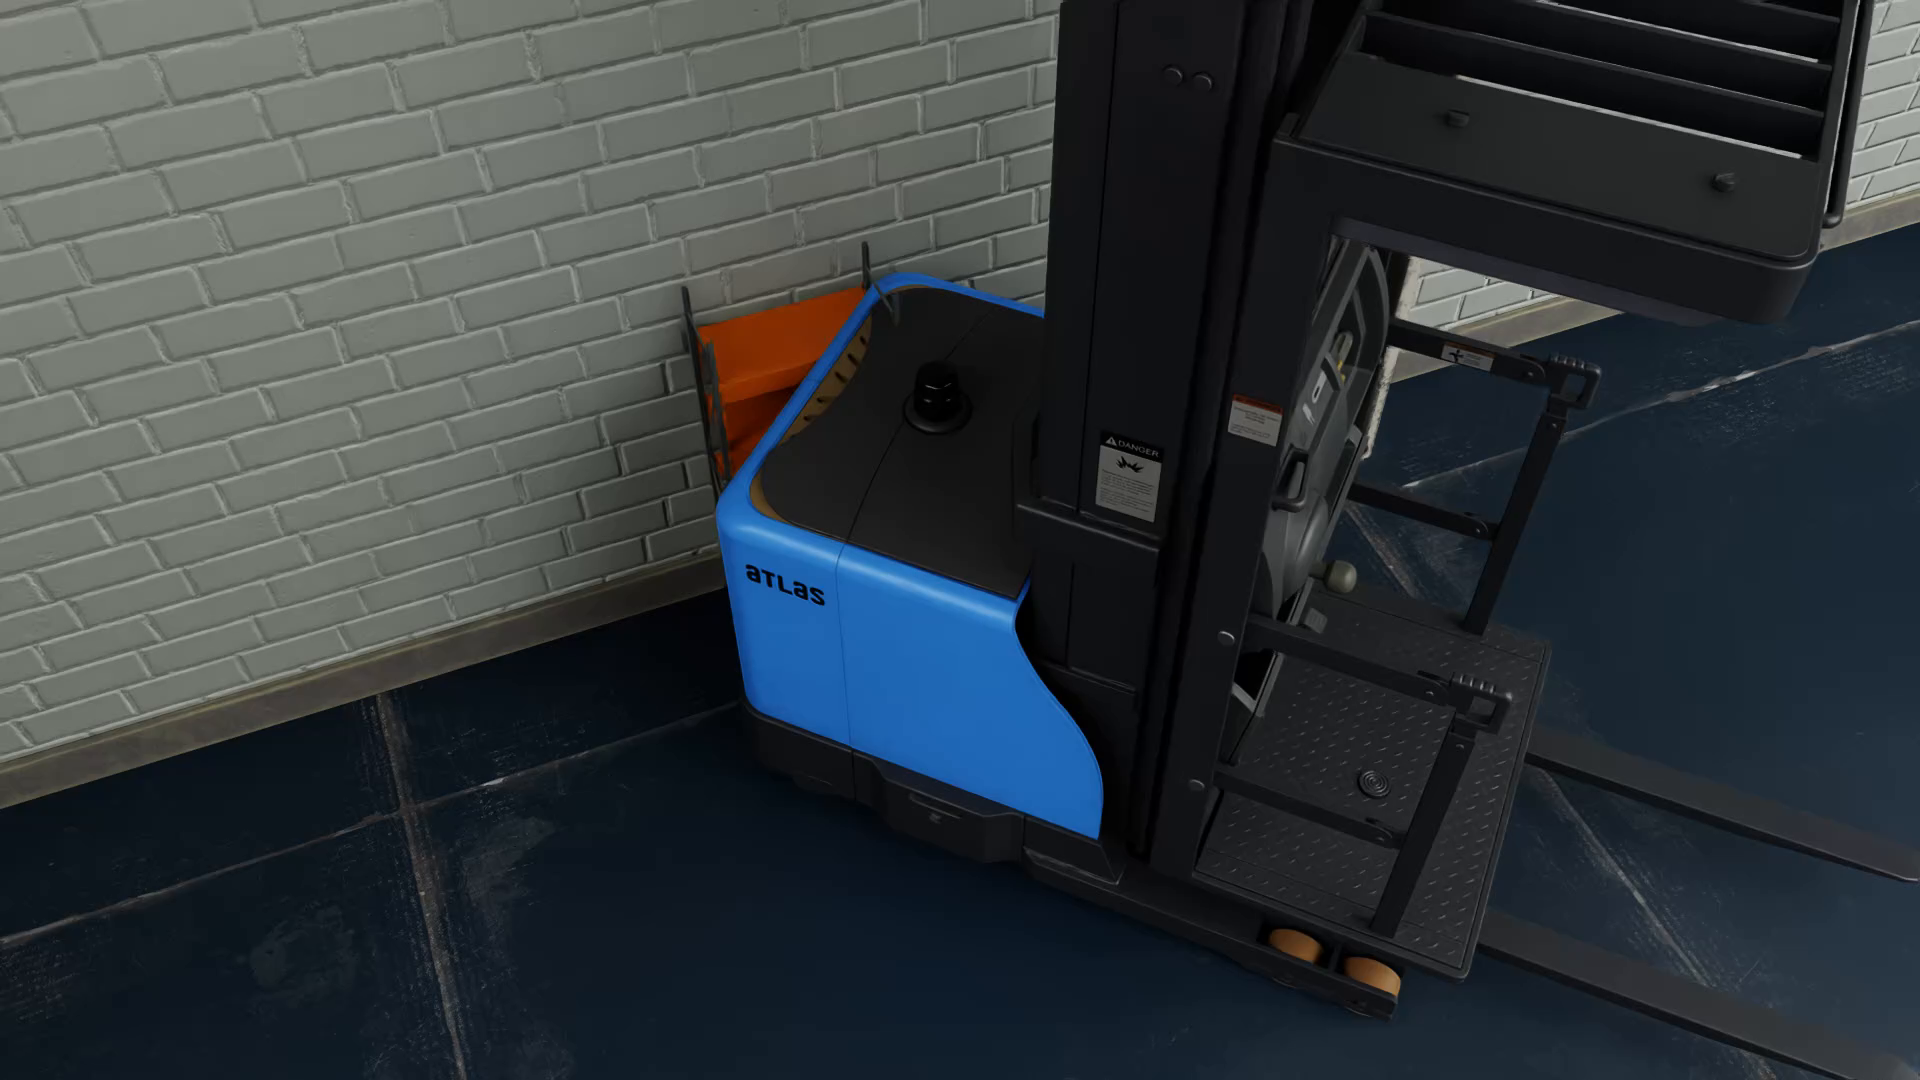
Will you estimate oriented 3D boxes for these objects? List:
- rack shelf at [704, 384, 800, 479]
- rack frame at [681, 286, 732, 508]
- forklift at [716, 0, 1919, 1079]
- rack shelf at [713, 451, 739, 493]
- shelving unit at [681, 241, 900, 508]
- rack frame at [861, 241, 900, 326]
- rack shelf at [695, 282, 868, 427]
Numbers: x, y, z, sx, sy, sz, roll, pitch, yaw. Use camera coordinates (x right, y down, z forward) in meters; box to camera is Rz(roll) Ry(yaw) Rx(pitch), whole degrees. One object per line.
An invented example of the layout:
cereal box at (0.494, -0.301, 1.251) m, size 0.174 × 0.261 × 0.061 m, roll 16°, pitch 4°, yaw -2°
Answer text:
rack shelf at (-0.432, -0.331, 4.543) m, size 0.480 × 0.148 × 0.258 m, roll -17°, pitch 50°, yaw -15°
rack frame at (-0.657, -0.157, 4.595) m, size 0.015 × 1.200 × 0.240 m, roll -17°, pitch 50°, yaw -15°
forklift at (0.967, -0.213, 3.501) m, size 3.031 × 2.935 × 1.130 m, roll 18°, pitch 52°, yaw 15°
rack shelf at (-0.432, -0.180, 4.708) m, size 0.480 × 0.148 × 0.258 m, roll -17°, pitch 50°, yaw -15°
shelving unit at (-0.432, -0.226, 4.658) m, size 0.503 × 1.200 × 0.258 m, roll -17°, pitch 50°, yaw -15°
rack frame at (-0.206, -0.294, 4.721) m, size 0.015 × 1.200 × 0.240 m, roll -17°, pitch 50°, yaw -15°
rack shelf at (-0.432, -0.491, 4.369) m, size 0.480 × 0.148 × 0.258 m, roll -17°, pitch 50°, yaw -15°
